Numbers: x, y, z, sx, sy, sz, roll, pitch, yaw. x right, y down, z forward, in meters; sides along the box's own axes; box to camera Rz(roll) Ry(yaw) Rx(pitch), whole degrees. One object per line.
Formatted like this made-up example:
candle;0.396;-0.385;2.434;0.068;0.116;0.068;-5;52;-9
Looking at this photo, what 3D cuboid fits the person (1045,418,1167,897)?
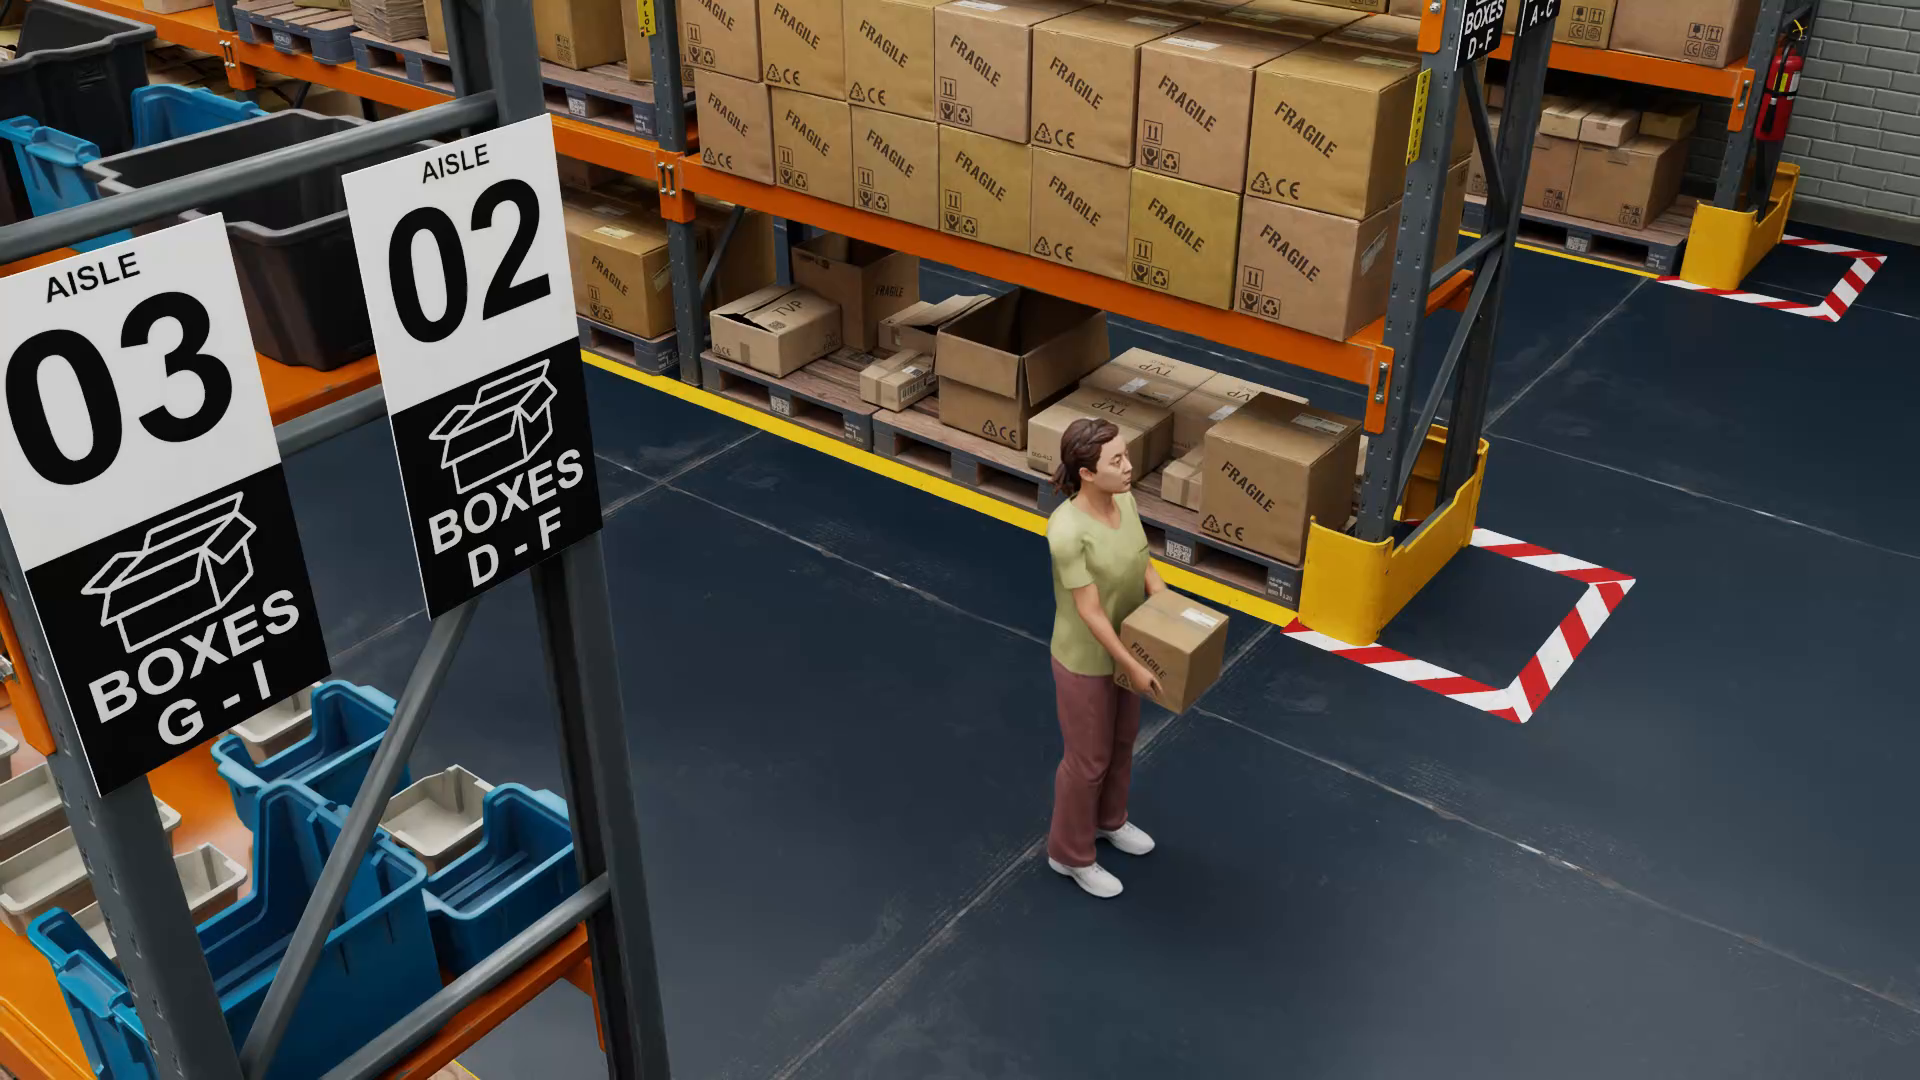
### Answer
person;0.512;0.390;5.485;0.537;1.674;0.439;21;37;31
